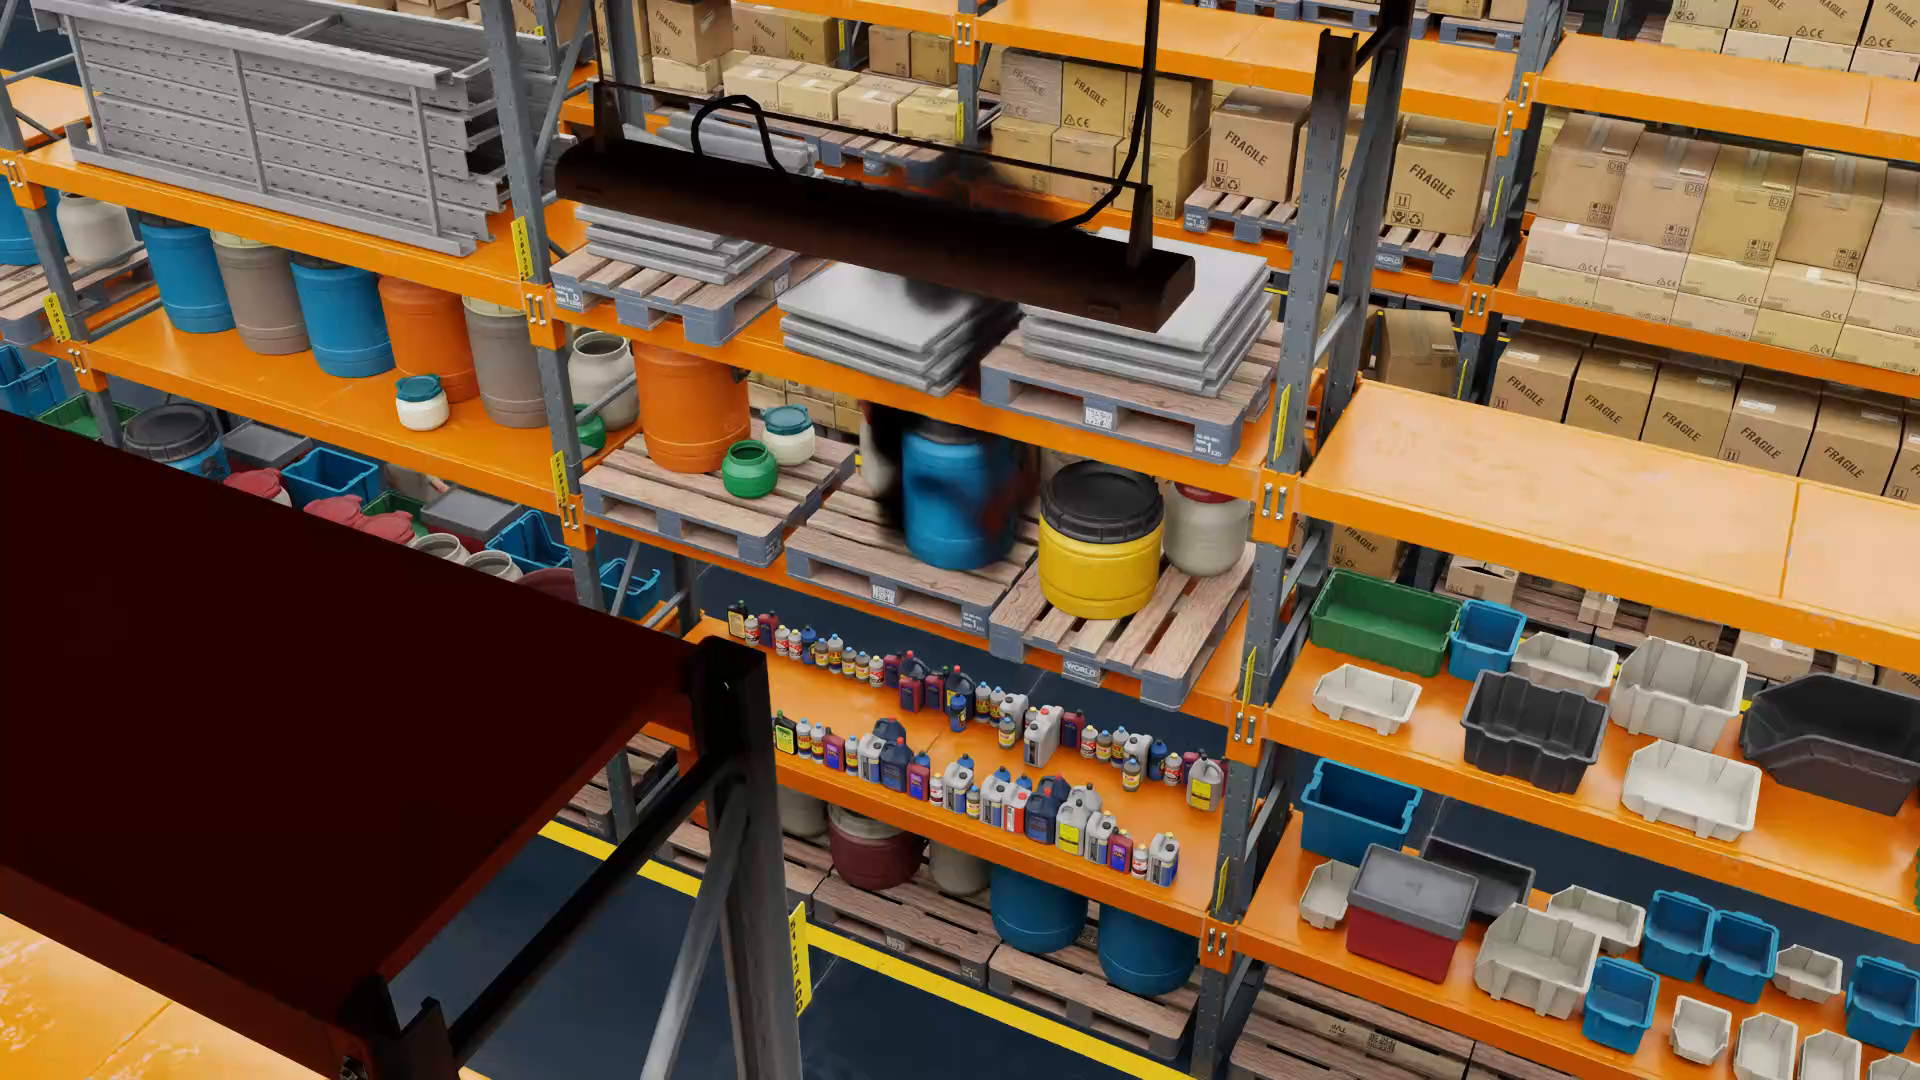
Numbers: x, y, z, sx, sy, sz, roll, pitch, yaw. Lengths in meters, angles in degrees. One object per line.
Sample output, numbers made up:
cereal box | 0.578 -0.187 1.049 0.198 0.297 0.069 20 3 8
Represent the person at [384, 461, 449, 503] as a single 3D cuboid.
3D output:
person | -3.988 -0.179 12.710 0.727 1.585 0.683 -4 35 -5
